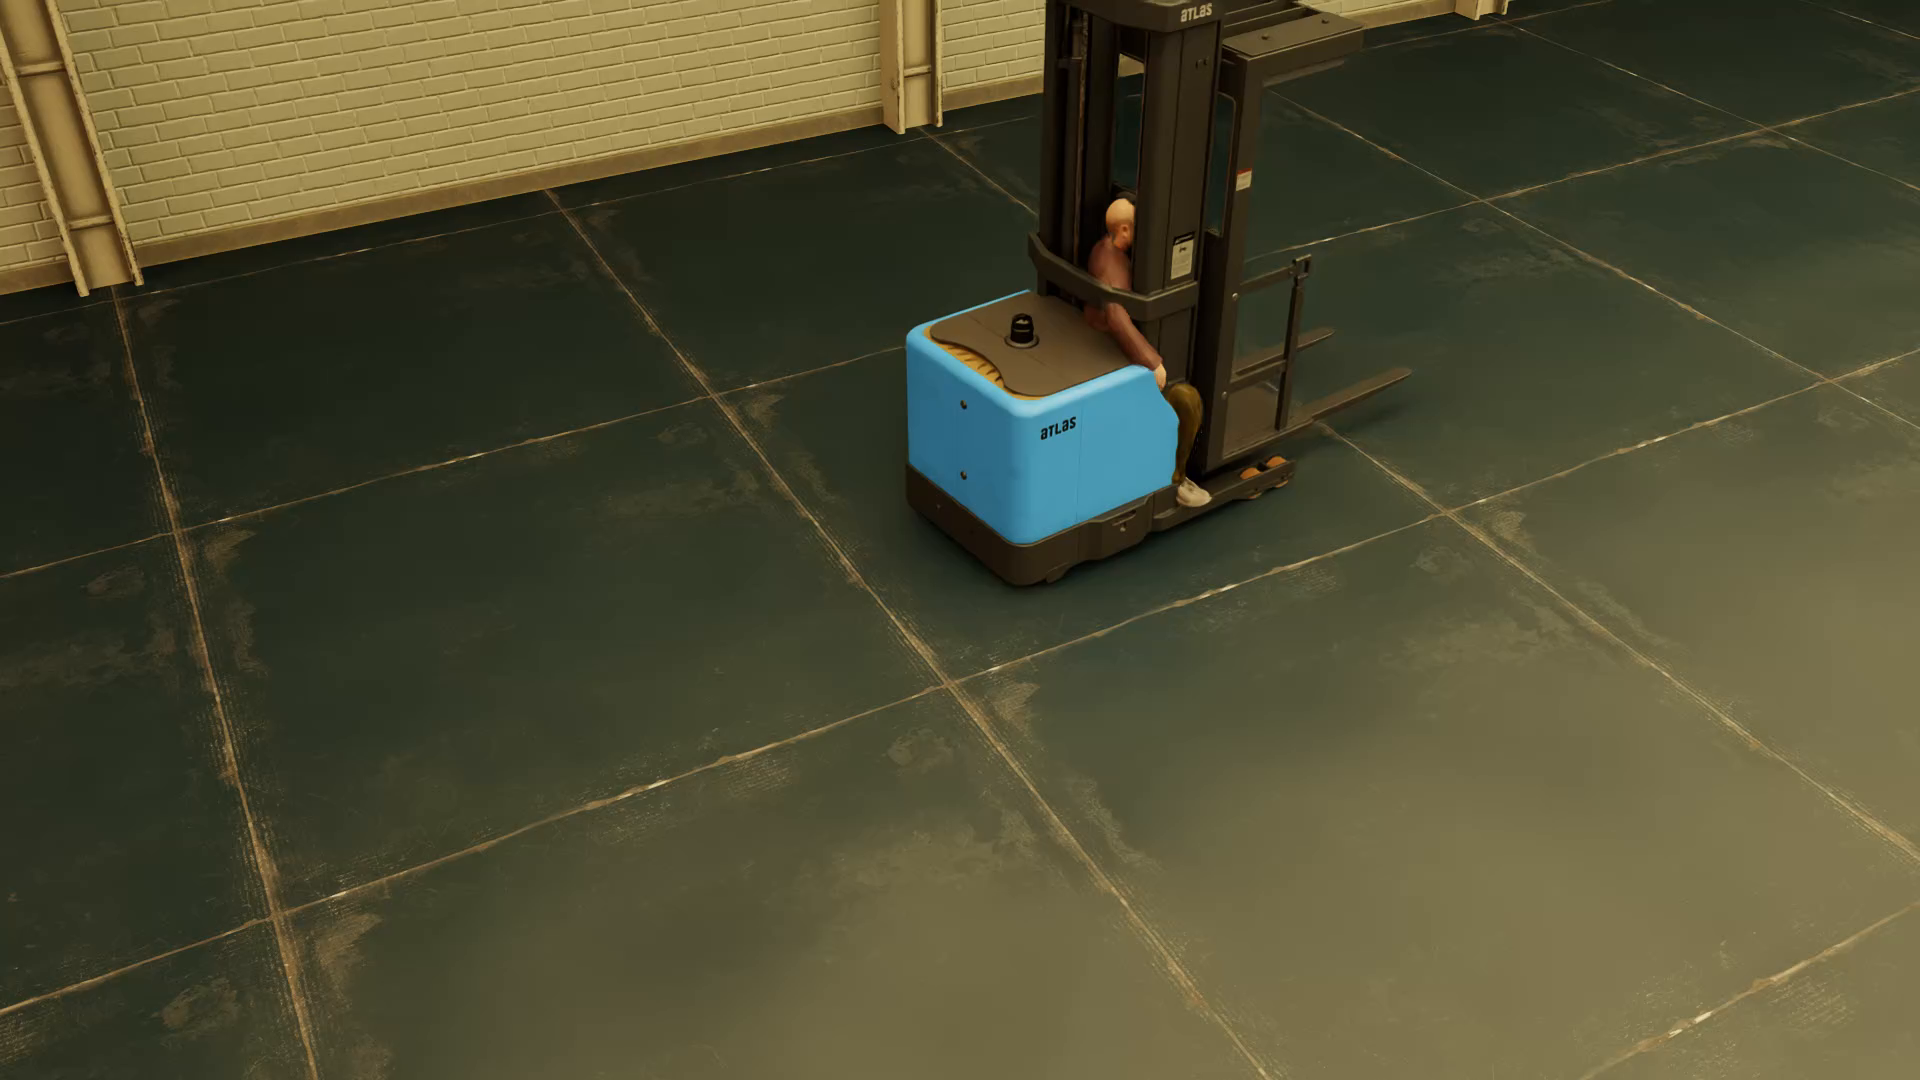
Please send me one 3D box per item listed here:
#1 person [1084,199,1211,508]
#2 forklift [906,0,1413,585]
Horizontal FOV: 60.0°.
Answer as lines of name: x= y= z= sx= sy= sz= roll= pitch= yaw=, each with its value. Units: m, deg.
person: x=0.979 y=-0.942 z=8.520 sx=0.712 sy=1.679 sz=0.989 roll=4 pitch=35 yaw=5
forklift: x=1.209 y=-1.644 z=8.448 sx=3.031 sy=2.935 sz=1.130 roll=-22 pitch=41 yaw=-28
